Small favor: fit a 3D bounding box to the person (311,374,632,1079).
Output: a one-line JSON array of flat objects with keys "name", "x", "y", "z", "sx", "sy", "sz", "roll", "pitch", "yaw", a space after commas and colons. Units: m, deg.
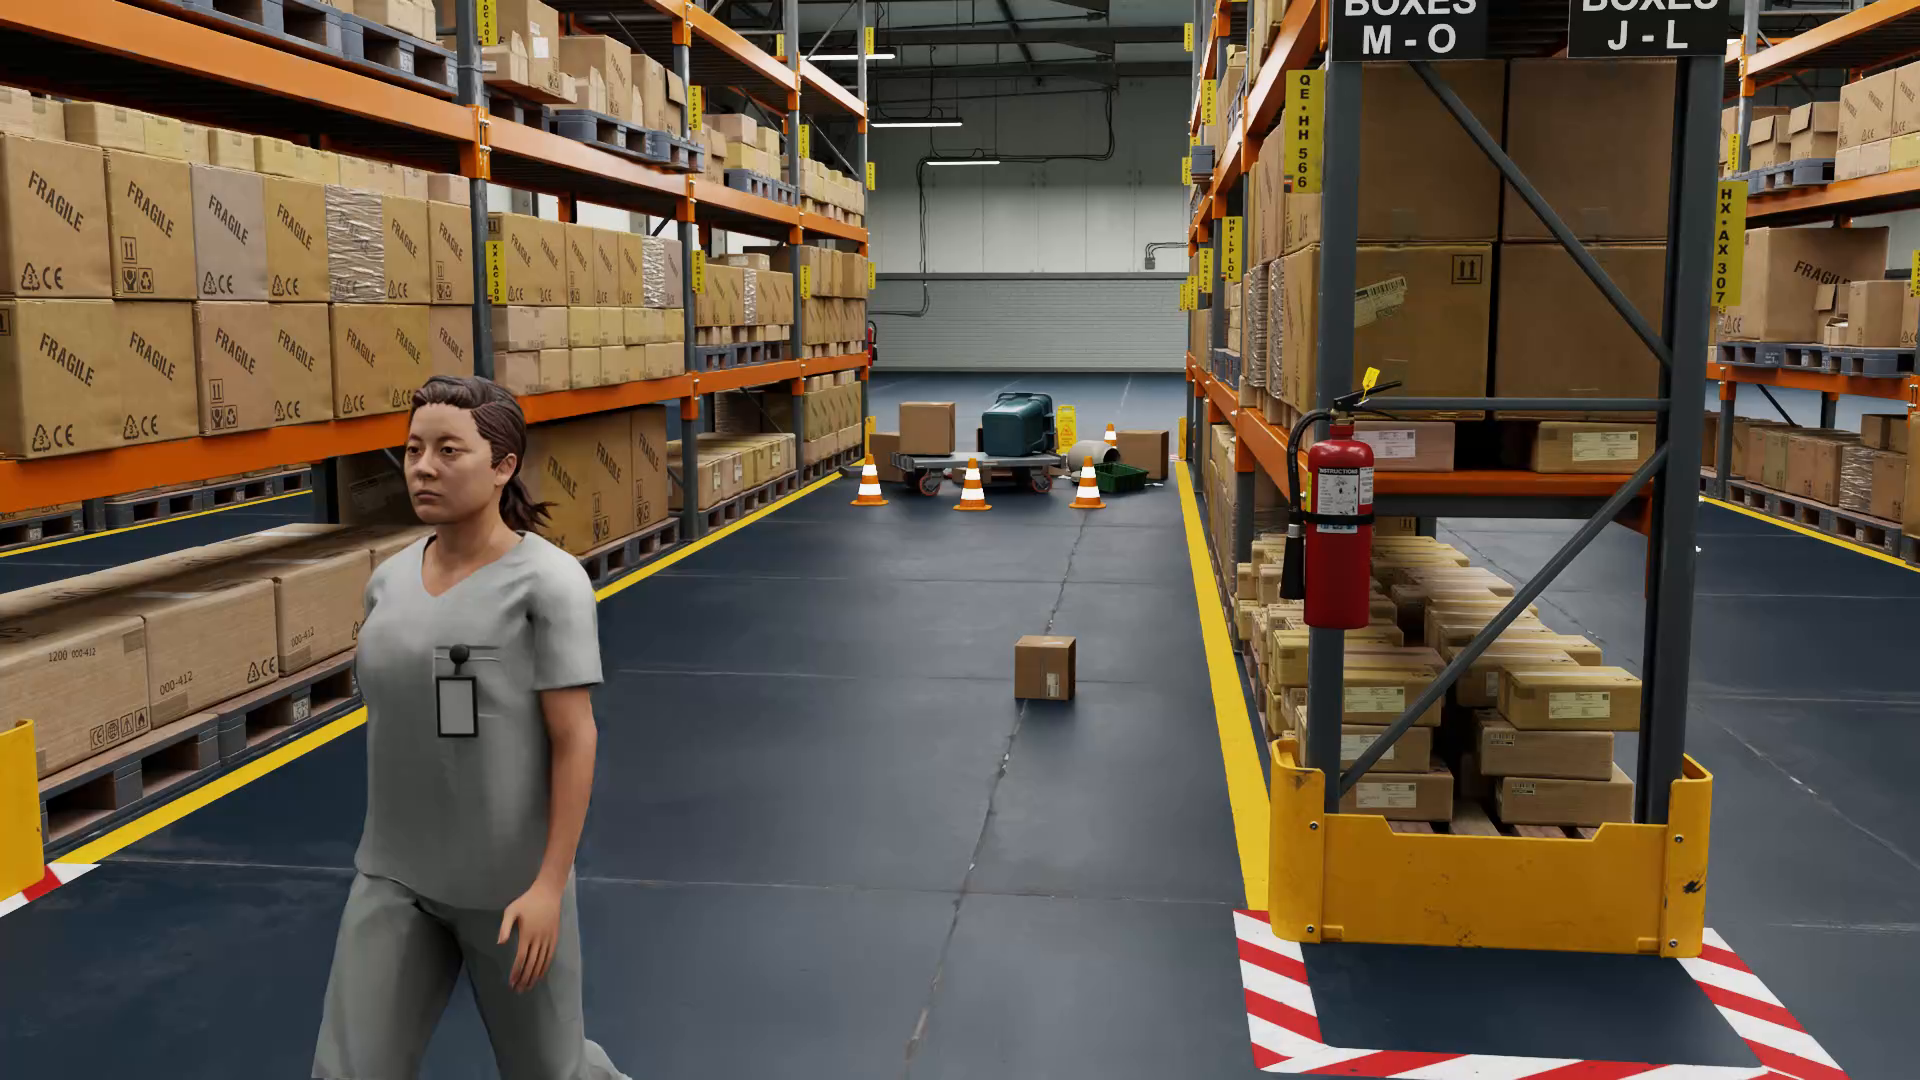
[{"name": "person", "x": -0.790, "y": 0.548, "z": 2.724, "sx": 0.456, "sy": 1.628, "sz": 0.969, "roll": 2, "pitch": 8, "yaw": 15}]
